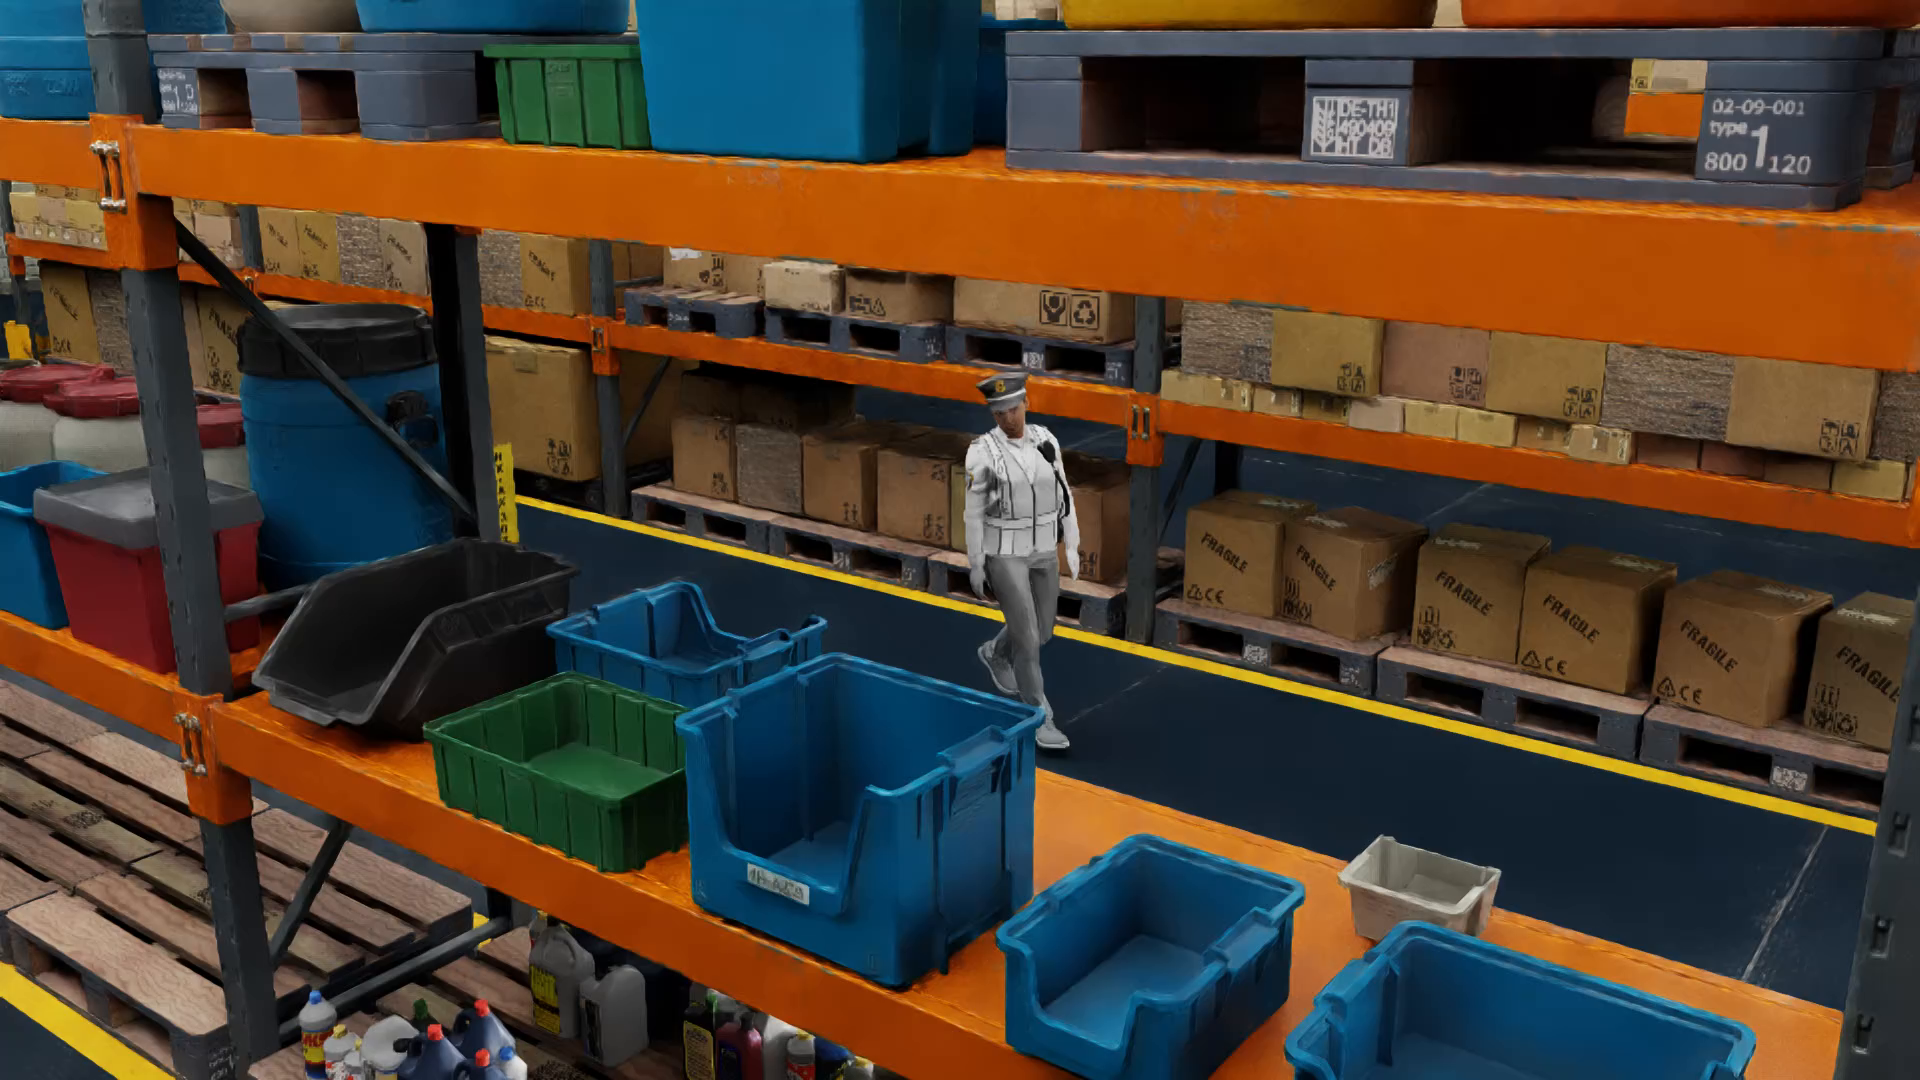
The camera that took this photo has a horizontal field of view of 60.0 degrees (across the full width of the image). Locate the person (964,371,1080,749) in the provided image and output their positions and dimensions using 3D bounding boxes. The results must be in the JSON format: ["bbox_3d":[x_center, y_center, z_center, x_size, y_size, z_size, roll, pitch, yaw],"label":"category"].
[{"bbox_3d":[0.262,0.052,7.340,0.515,1.636,0.806,-9,19,-28],"label":"person"}]
